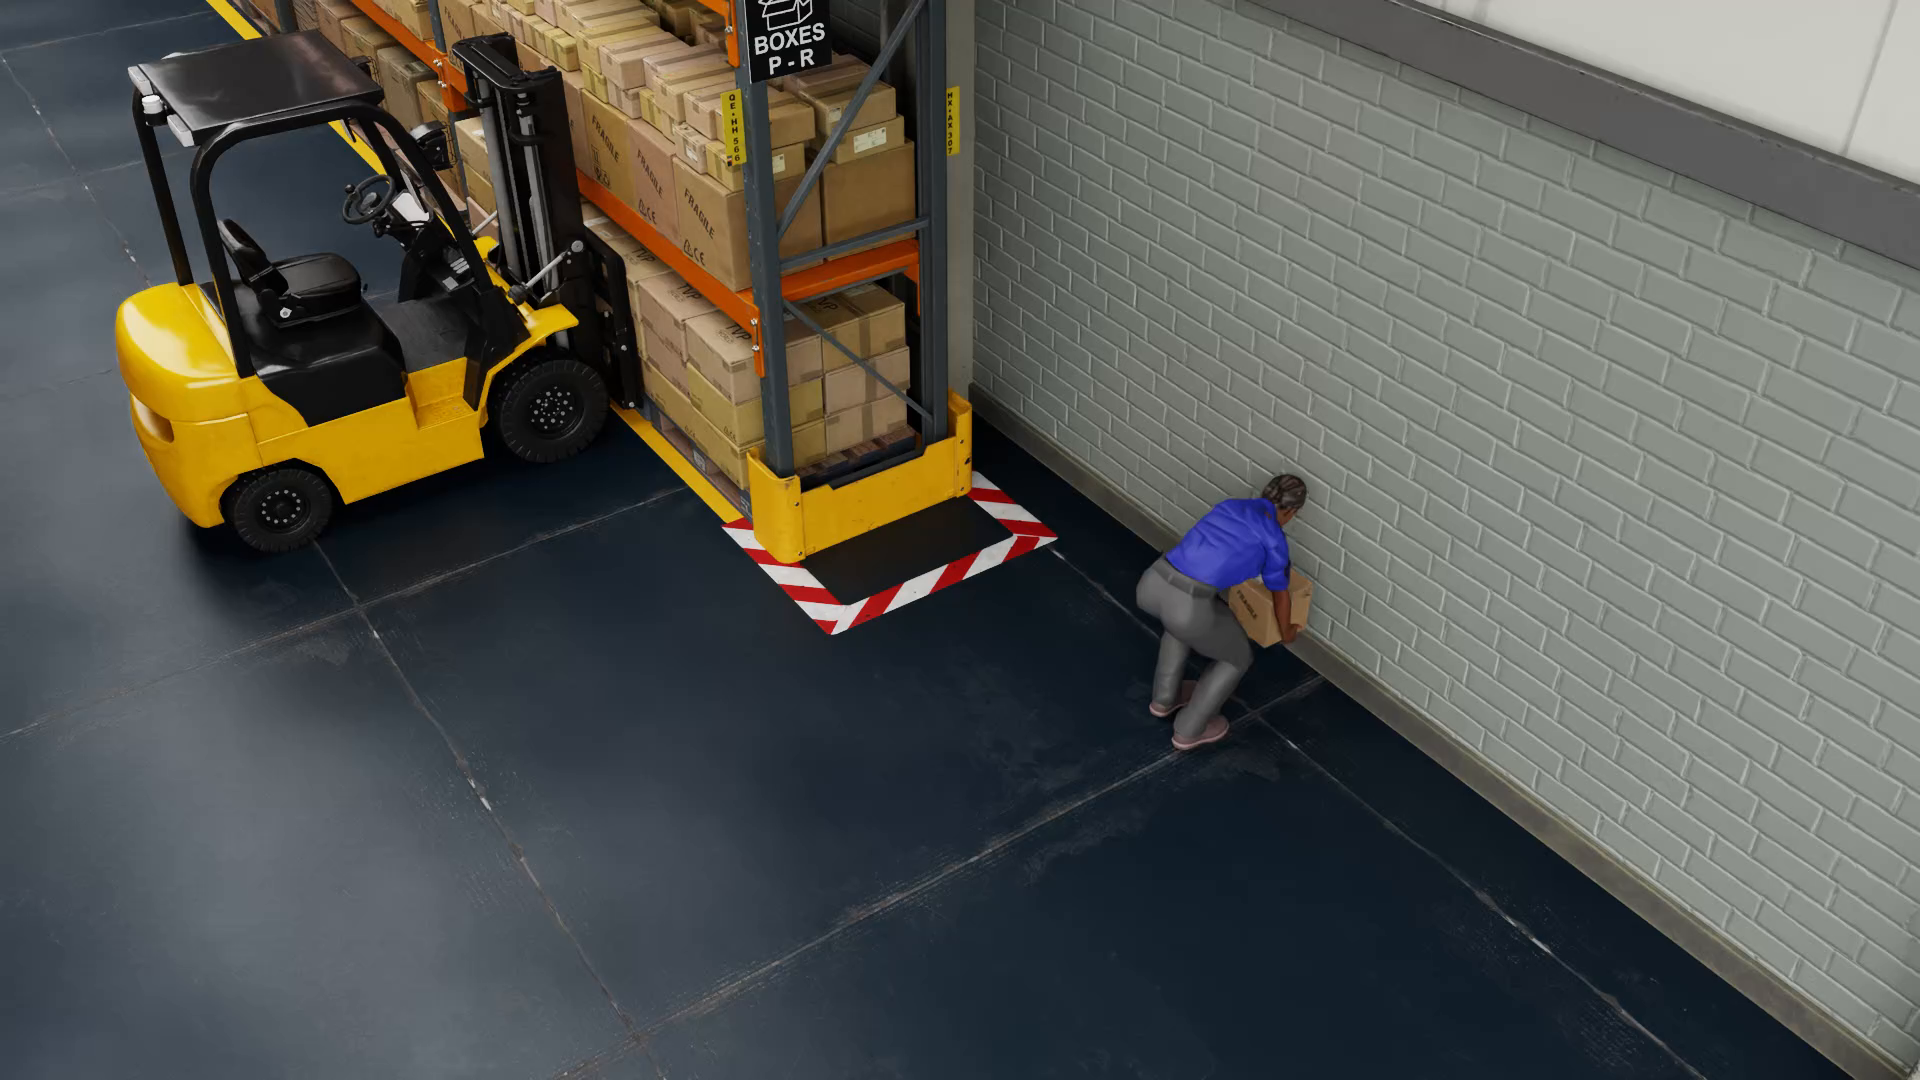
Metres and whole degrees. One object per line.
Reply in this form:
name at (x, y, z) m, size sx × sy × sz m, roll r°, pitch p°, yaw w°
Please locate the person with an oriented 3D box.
person at (1.118, 0.304, 7.080) m, size 0.854 × 1.085 × 0.439 m, roll -25°, pitch 43°, yaw -30°
